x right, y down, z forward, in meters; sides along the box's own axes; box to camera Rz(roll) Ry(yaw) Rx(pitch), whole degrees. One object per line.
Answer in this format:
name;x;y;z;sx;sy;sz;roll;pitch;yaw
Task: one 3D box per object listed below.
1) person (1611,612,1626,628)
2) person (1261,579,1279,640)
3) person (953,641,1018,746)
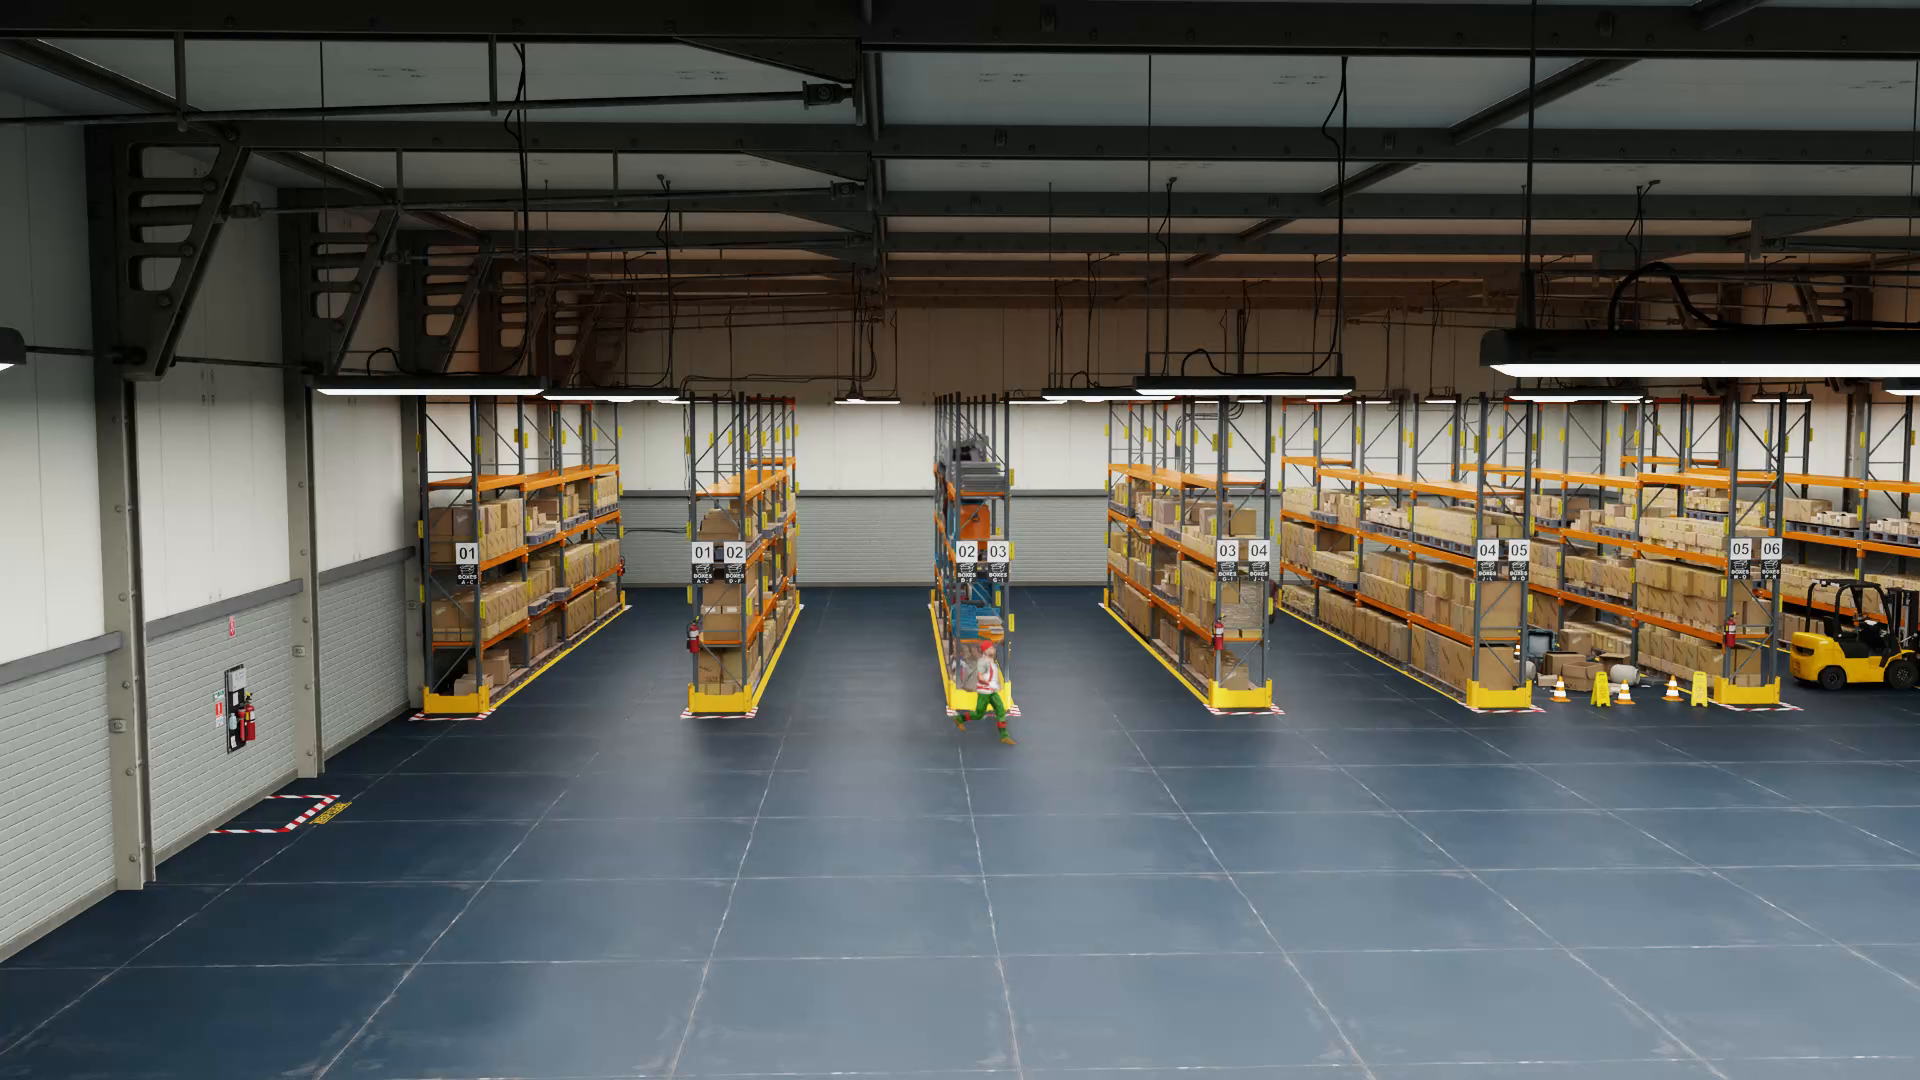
person;16.734;1.512;42.172;0.663;1.720;0.809;-1;5;-8
person;7.536;1.606;40.986;0.711;1.691;0.636;-1;5;-10
person;0.424;2.591;28.227;1.143;1.776;0.626;2;5;26
